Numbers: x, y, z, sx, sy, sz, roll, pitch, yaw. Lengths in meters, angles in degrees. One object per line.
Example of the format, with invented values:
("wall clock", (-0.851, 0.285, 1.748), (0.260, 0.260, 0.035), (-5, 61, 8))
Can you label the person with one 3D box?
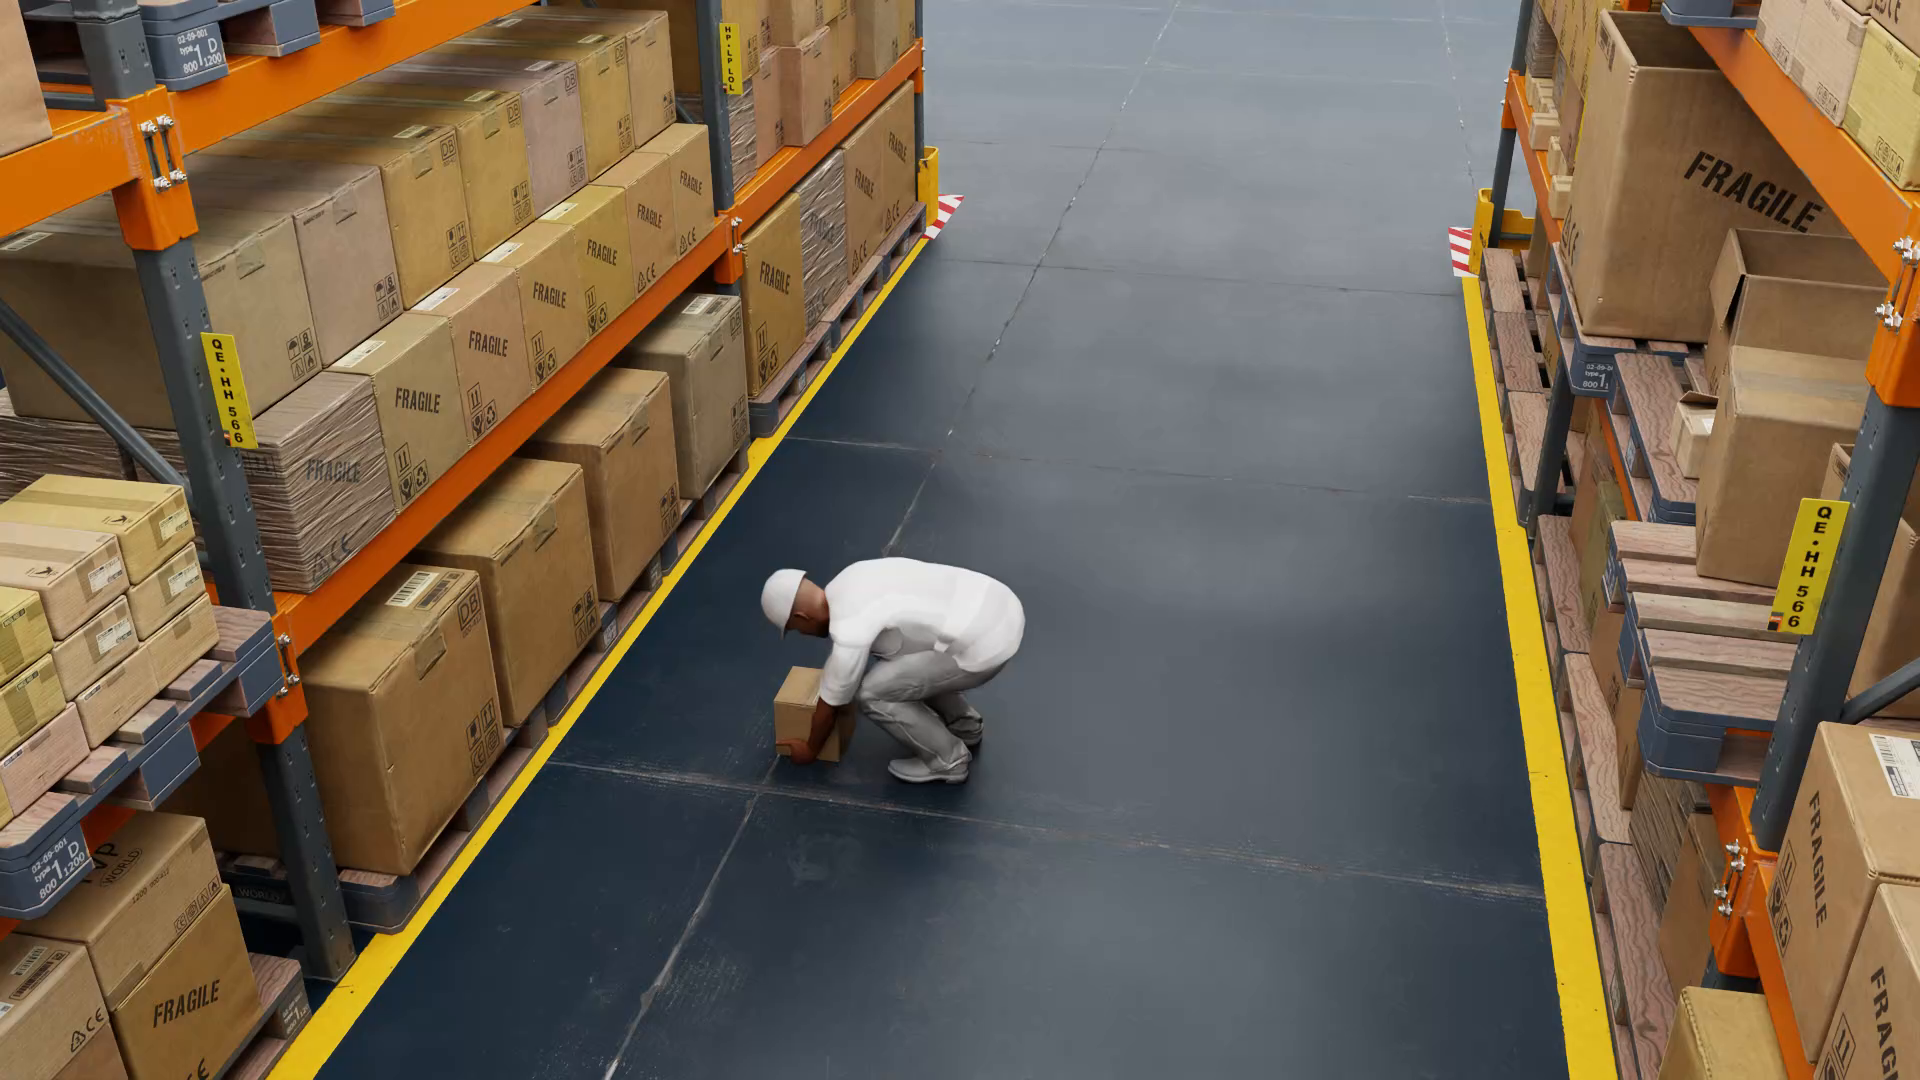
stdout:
("person", (-0.255, 0.476, 6.246), (0.977, 0.828, 0.519), (5, 29, 9))
